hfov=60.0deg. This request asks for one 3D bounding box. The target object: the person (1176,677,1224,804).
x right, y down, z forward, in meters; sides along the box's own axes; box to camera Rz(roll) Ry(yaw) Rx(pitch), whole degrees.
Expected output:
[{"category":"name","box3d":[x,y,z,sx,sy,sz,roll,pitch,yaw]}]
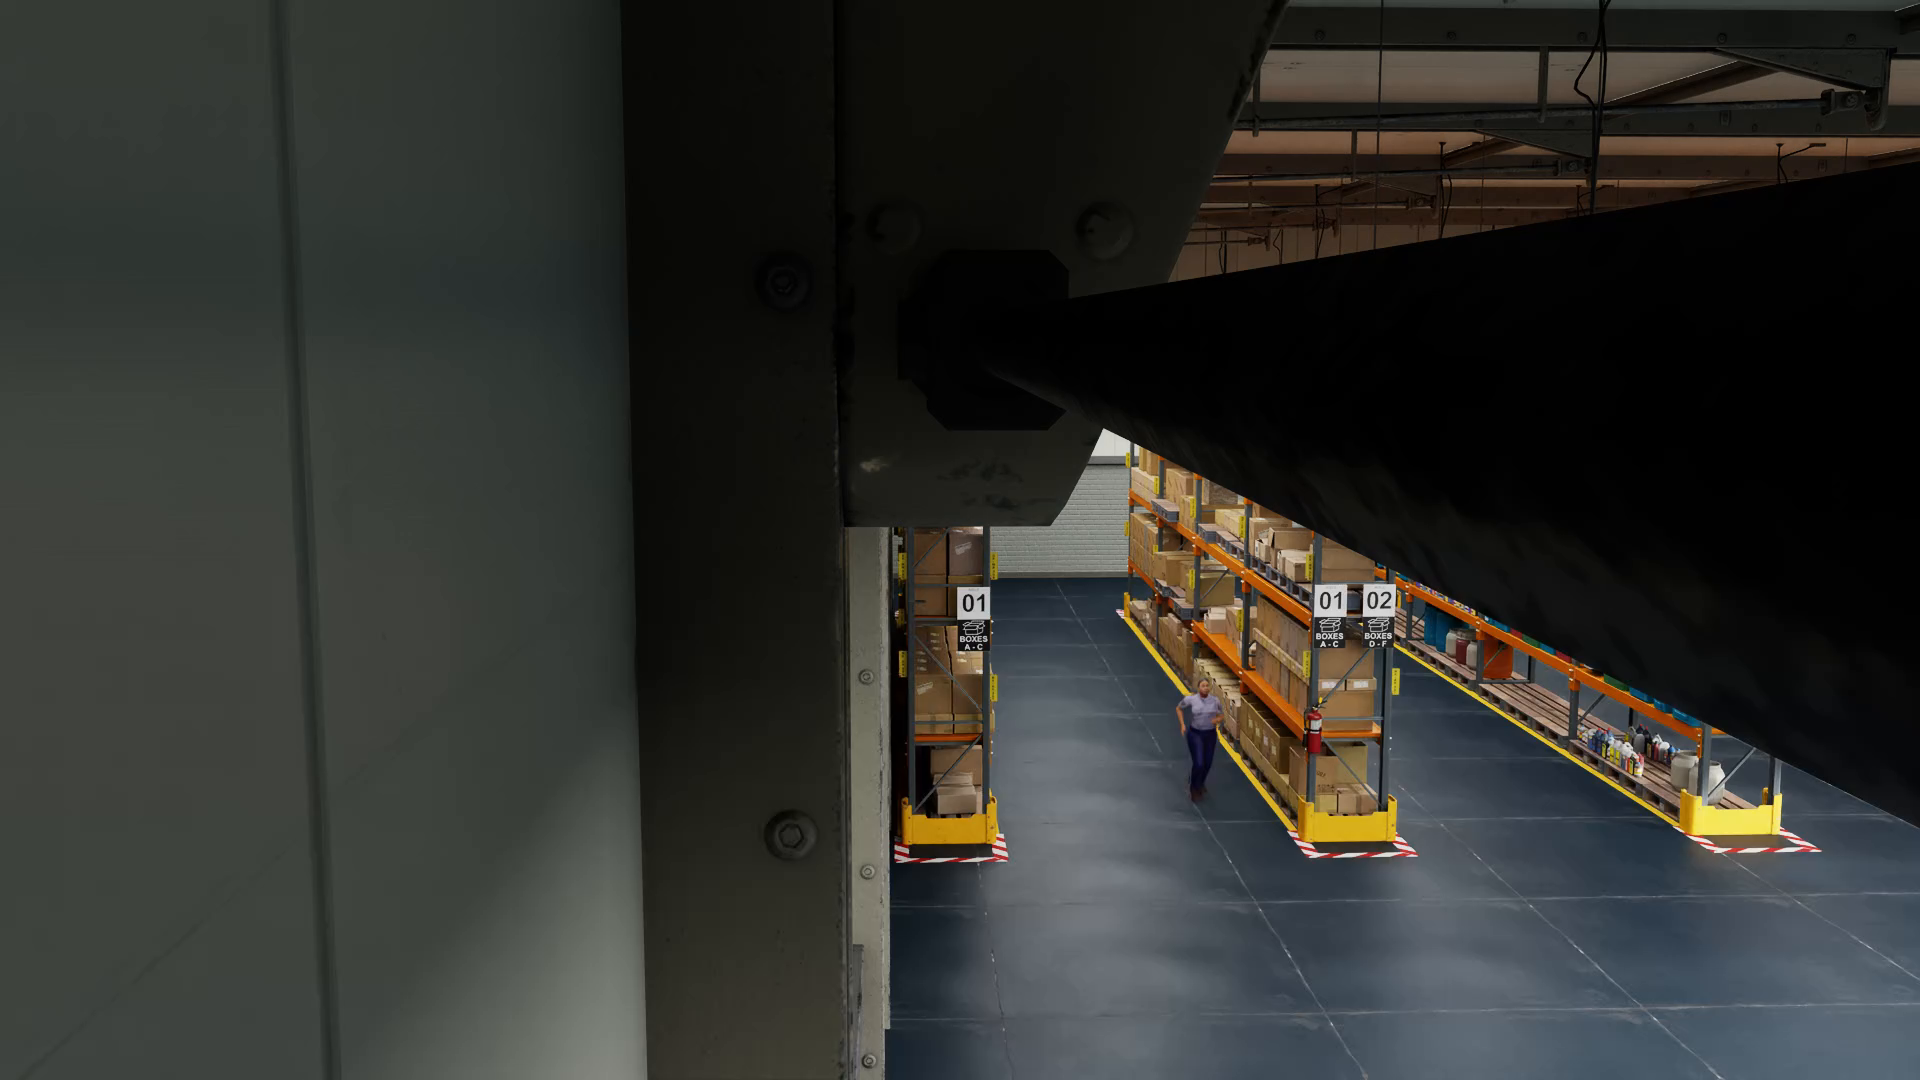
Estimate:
[{"category":"person","box3d":[3.247,2.680,22.296,0.576,1.697,0.707,-2,7,-12]}]
